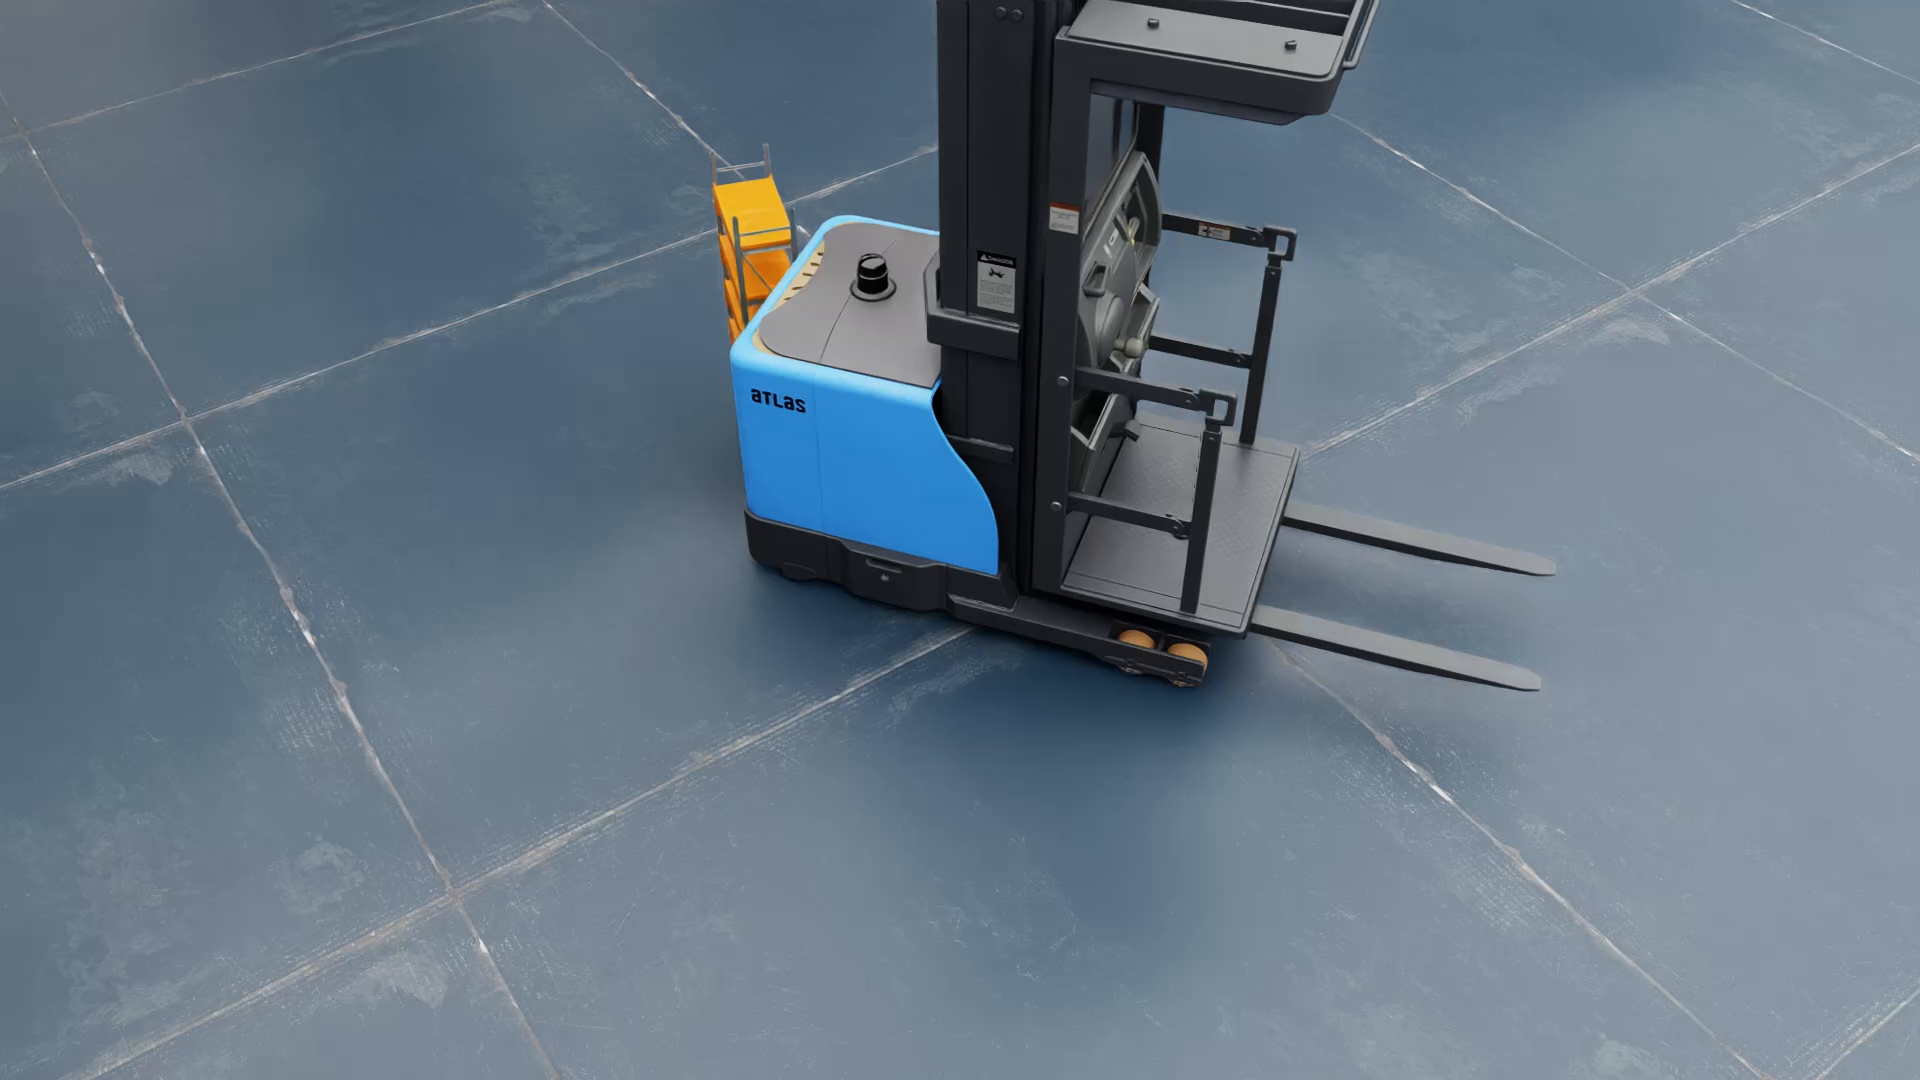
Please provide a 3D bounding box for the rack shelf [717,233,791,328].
[{"bbox_3d":[-0.816,-1.083,6.789,0.258,0.148,0.480,-11,45,-12],"label":"rack shelf"}]

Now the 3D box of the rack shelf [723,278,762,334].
[{"bbox_3d":[-0.816,-0.921,6.943,0.258,0.148,0.480,-11,45,-12],"label":"rack shelf"}]

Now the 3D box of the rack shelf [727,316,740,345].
[{"bbox_3d":[-0.816,-0.777,7.080,0.258,0.148,0.480,-11,45,-12],"label":"rack shelf"}]

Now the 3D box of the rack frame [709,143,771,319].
[{"bbox_3d":[-0.884,-1.131,7.066,0.240,1.200,0.015,-11,45,-12],"label":"rack frame"}]

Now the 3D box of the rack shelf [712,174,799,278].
[{"bbox_3d":[-0.816,-1.254,6.626,0.258,0.148,0.480,-11,45,-12],"label":"rack shelf"}]

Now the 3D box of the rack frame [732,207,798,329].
[{"bbox_3d":[-0.747,-0.808,6.727,0.240,1.200,0.015,-11,45,-12],"label":"rack frame"}]

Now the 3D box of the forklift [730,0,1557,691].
[{"bbox_3d":[0.733,-0.932,5.604,3.031,2.935,1.130,14,45,14],"label":"forklift"}]

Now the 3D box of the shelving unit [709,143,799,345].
[{"bbox_3d":[-0.816,-0.970,6.897,0.258,1.200,0.503,-11,45,-12],"label":"shelving unit"}]
